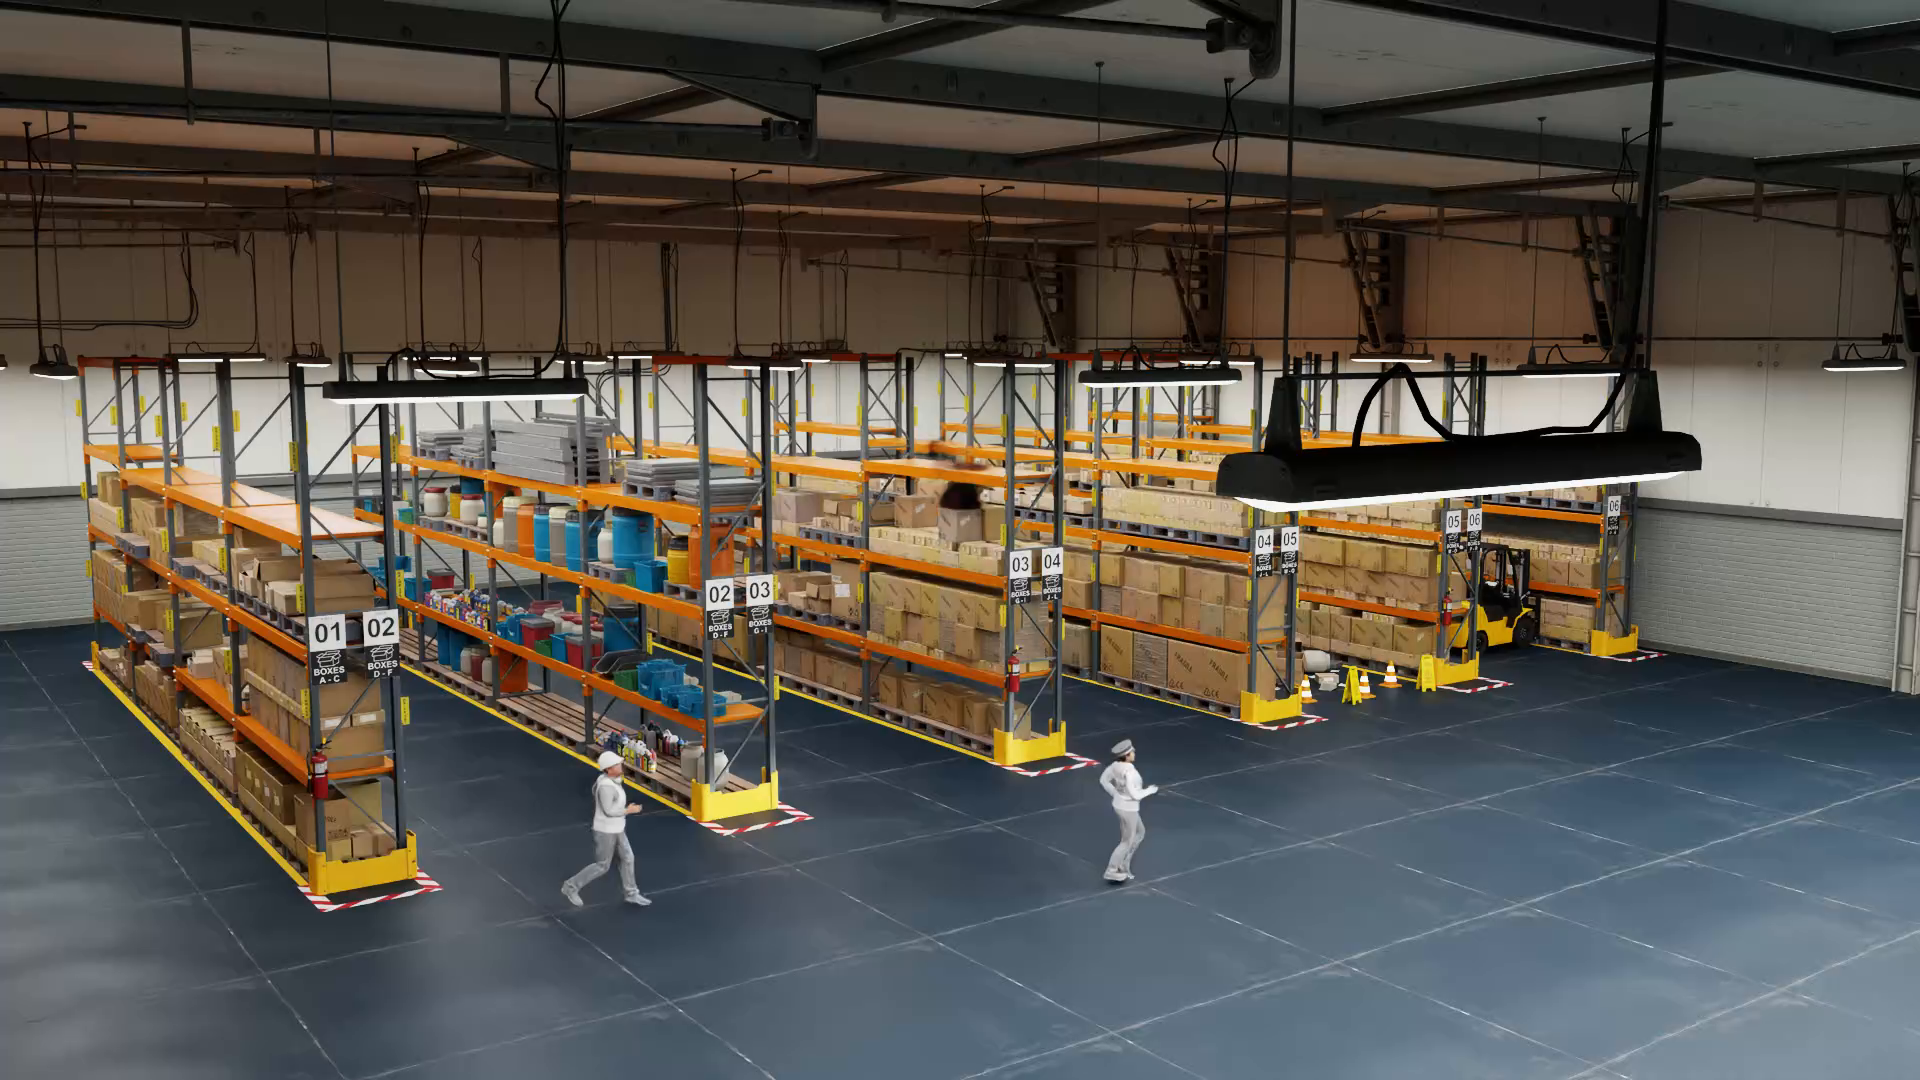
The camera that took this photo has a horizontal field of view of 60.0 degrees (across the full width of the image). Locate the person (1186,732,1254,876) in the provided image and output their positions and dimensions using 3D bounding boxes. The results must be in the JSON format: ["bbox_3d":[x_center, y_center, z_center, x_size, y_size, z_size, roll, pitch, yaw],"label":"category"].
[{"bbox_3d":[3.071,3.117,19.571,0.808,1.741,0.587,-2,7,-18],"label":"person"}]

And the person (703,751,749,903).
[{"bbox_3d":[-2.651,3.215,18.721,0.518,1.735,0.669,-1,7,-5],"label":"person"}]

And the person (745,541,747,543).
[{"bbox_3d":[-5.005,0.806,39.036,0.615,1.614,0.600,-2,7,-12],"label":"person"}]
